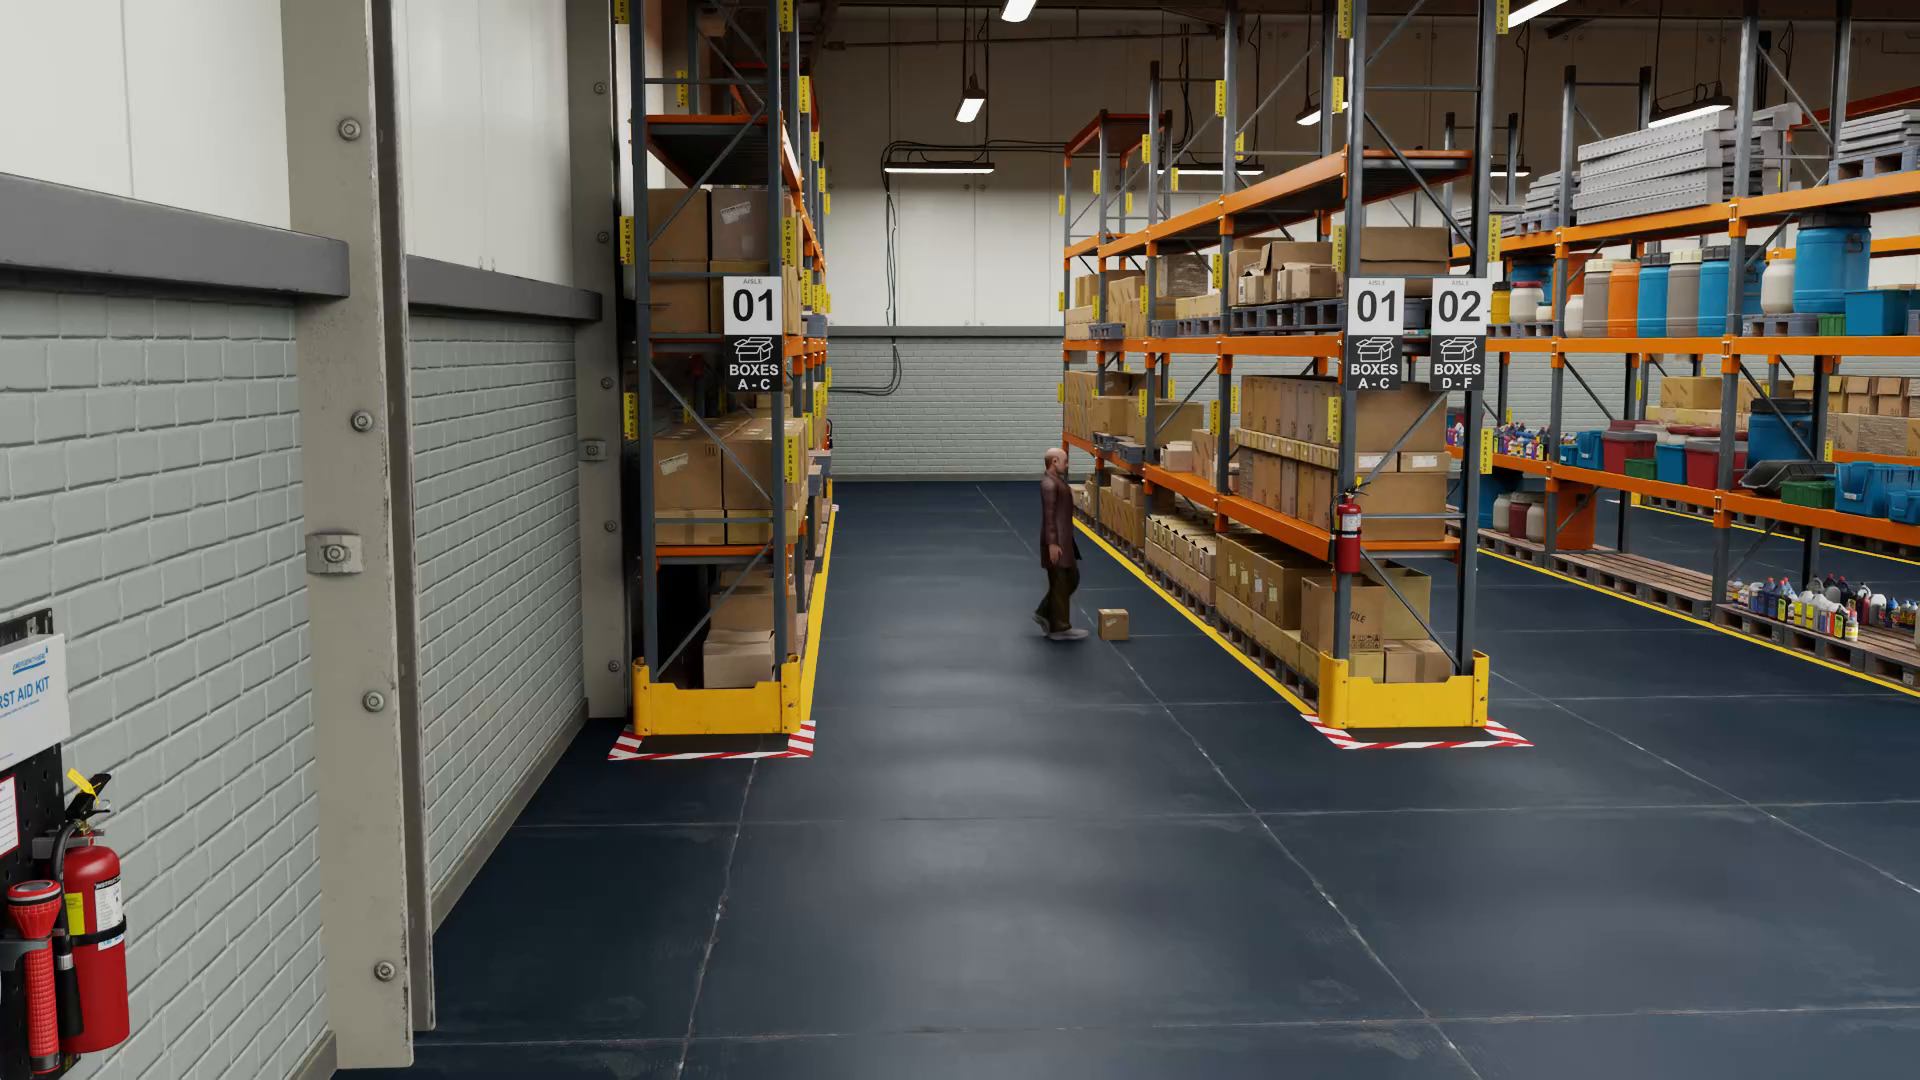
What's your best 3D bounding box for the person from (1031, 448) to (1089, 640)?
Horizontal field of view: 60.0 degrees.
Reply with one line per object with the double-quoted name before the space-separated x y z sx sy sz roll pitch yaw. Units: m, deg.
"person" 0.929 0.041 15.461 0.565 1.794 0.623 1 7 7
